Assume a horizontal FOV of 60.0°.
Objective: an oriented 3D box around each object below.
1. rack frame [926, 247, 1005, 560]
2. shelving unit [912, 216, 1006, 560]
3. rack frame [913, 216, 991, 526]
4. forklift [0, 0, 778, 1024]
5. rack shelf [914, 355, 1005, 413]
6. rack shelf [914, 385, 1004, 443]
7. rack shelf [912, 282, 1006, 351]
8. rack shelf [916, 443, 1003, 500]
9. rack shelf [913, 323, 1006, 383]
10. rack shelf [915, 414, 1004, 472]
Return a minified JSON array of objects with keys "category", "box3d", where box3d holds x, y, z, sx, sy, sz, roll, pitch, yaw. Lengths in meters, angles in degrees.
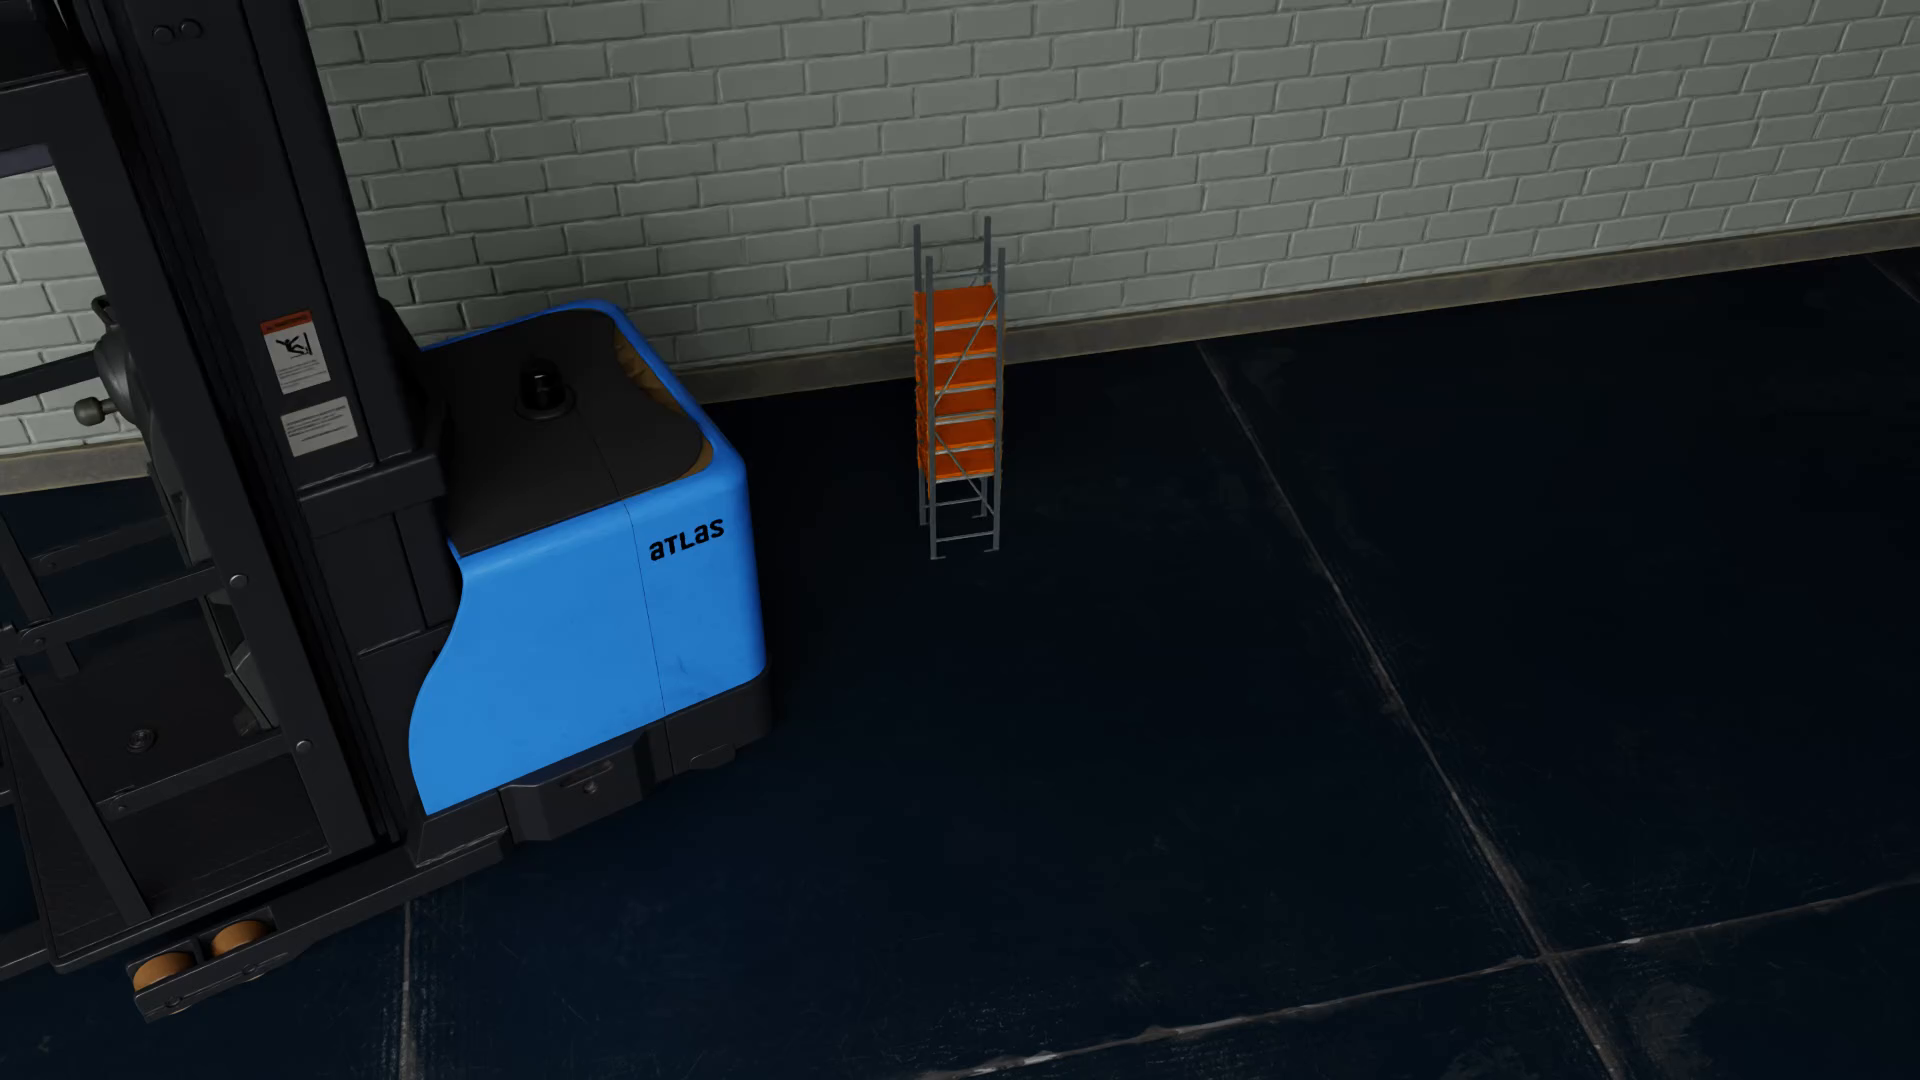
[{"category":"rack frame","box3d":[0.017,-0.399,5.295,0.240,1.200,0.006,-8,42,-9]},{"category":"shelving unit","box3d":[-0.003,-0.458,5.362,0.258,1.200,0.189,-8,42,-9]},{"category":"rack frame","box3d":[-0.023,-0.517,5.429,0.240,1.200,0.006,-8,42,-9]},{"category":"forklift","box3d":[-2.078,-0.259,3.833,3.031,2.935,1.130,-22,46,-23]},{"category":"rack shelf","box3d":[-0.003,-0.515,5.312,0.258,0.103,0.180,-8,42,-9]},{"category":"rack shelf","box3d":[-0.003,-0.425,5.392,0.258,0.103,0.180,-8,42,-9]},{"category":"rack shelf","box3d":[-0.003,-0.694,5.153,0.258,0.103,0.180,-8,42,-9]},{"category":"rack shelf","box3d":[-0.003,-0.245,5.551,0.258,0.103,0.180,-8,42,-9]},{"category":"rack shelf","box3d":[-0.003,-0.604,5.232,0.258,0.103,0.180,-8,42,-9]},{"category":"rack shelf","box3d":[-0.003,-0.335,5.471,0.258,0.103,0.180,-8,42,-9]}]
